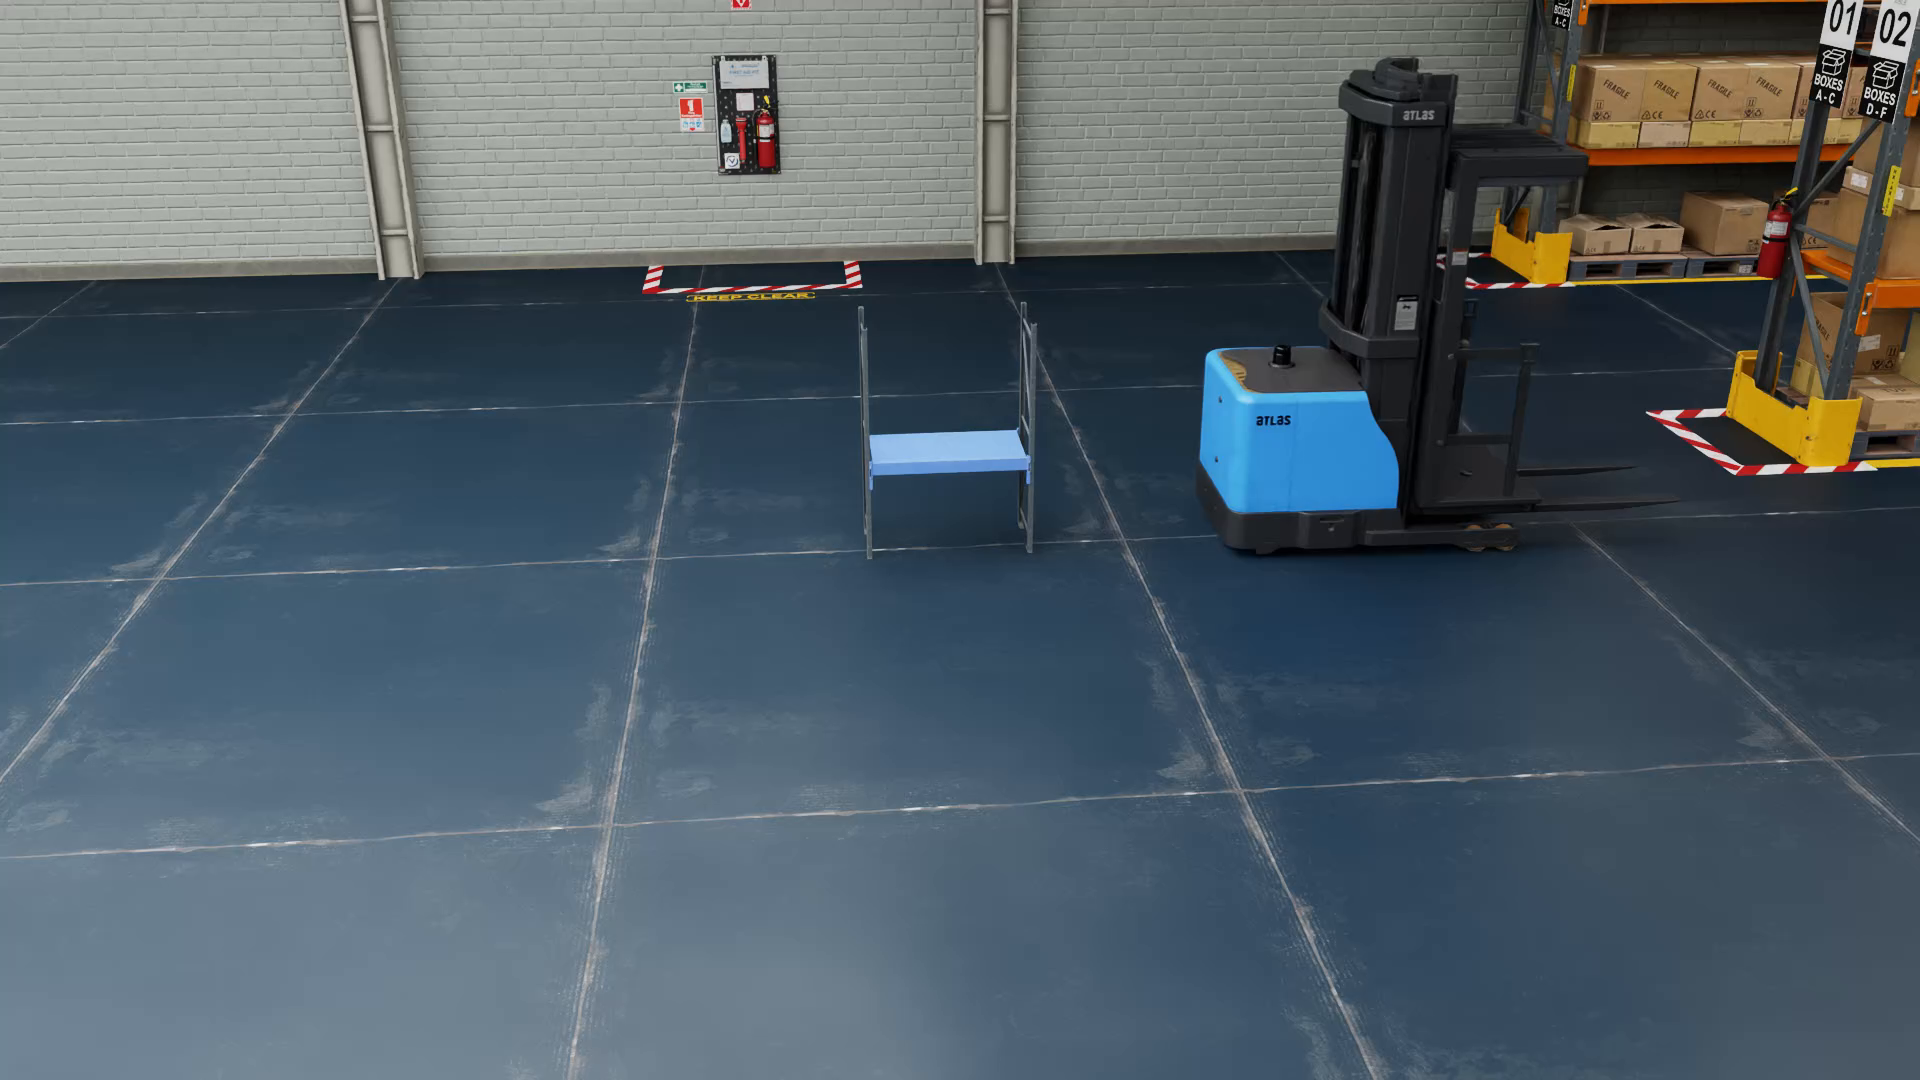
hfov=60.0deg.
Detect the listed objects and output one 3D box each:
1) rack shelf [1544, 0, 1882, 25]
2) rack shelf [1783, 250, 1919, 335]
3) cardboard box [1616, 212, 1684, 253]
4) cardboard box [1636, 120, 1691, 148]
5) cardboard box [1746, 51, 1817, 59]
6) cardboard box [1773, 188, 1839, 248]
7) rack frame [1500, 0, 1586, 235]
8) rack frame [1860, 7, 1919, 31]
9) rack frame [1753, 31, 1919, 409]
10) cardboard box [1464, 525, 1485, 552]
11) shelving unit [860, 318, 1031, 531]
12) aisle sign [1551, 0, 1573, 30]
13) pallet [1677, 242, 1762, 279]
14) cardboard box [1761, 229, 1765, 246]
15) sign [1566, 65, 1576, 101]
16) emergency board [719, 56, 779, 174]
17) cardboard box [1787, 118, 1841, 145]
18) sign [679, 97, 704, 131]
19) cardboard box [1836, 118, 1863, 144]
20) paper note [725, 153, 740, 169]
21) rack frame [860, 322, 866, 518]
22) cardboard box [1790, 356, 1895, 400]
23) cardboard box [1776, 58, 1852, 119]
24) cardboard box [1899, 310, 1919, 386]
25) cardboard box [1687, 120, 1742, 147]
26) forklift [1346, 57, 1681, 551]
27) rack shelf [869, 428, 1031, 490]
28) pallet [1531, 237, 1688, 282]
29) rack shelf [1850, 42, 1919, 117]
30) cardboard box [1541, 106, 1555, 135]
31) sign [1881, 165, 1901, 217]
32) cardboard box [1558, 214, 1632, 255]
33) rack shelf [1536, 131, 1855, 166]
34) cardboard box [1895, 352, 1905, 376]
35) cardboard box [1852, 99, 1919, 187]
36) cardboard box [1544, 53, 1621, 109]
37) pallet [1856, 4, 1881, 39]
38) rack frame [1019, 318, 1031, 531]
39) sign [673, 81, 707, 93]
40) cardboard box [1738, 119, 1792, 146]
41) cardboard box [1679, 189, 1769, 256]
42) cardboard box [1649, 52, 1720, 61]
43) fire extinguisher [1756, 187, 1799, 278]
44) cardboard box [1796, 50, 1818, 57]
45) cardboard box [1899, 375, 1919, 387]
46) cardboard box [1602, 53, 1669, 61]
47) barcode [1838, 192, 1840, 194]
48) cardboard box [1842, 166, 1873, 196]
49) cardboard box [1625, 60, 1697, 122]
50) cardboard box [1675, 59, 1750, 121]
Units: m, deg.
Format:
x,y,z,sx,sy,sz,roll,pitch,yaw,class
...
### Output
x,y,z,sx,sy,sz,roll,pitch,yaw,class
7.705,-5.260,16.085,4.000,0.370,1.077,-2,24,-5,rack shelf
8.195,-1.888,12.189,4.000,0.370,1.077,-2,24,-5,rack shelf
6.979,-3.125,16.856,0.500,0.311,0.500,0,24,-1,cardboard box
6.746,-3.997,16.209,0.500,0.250,0.500,-3,24,-7,cardboard box
8.195,-4.610,16.666,0.500,0.500,0.500,-2,24,-4,cardboard box
8.666,-3.299,17.016,0.500,0.500,0.500,-4,24,-9,cardboard box
5.714,-4.139,16.368,0.127,3.000,1.000,-2,24,-5,rack frame
6.205,-4.878,10.645,0.127,3.000,1.000,-2,24,-5,rack frame
6.205,-2.136,11.864,0.127,3.000,1.000,-2,24,-5,rack frame
3.275,-0.011,10.581,0.160,0.156,0.130,-3,24,-6,cardboard box
-0.085,-0.682,10.438,1.030,1.308,0.538,-2,24,-5,shelving unit
5.672,-5.202,15.561,0.004,0.787,0.394,-2,24,-5,aisle sign
7.813,-2.933,17.089,1.213,0.211,1.003,-2,24,-5,pallet
8.101,-3.141,17.092,0.250,0.149,0.380,-4,24,-9,cardboard box
5.768,-4.315,15.699,0.005,0.325,0.100,-2,24,-5,sign
-2.104,-4.193,16.491,0.636,1.158,0.192,-2,24,-5,emergency board
8.258,-4.055,16.339,0.500,0.250,0.500,-2,24,-5,cardboard box
-2.668,-4.229,16.528,0.234,0.329,0.001,-2,24,-5,sign
8.757,-4.081,16.398,0.500,0.250,0.500,-2,24,-5,cardboard box
-2.291,-3.812,16.717,0.142,0.148,0.016,-2,24,-5,paper note
-0.591,-0.661,10.391,0.013,1.308,0.475,-2,24,-5,rack frame
6.710,-1.213,12.654,0.500,0.250,0.500,-2,24,-5,cardboard box
8.256,-4.400,16.192,0.500,0.500,0.500,-3,24,-7,cardboard box
7.258,-1.367,12.077,0.500,0.500,0.500,-2,24,-5,cardboard box
7.254,-4.015,16.249,0.500,0.250,0.500,-3,24,-6,cardboard box
3.146,-1.476,10.461,3.031,2.935,1.121,-2,24,-4,forklift
-0.085,-0.518,10.511,1.000,0.185,0.538,-2,24,-5,rack shelf
6.602,-2.886,16.982,1.213,0.211,1.003,-2,24,-5,pallet
8.195,-3.258,11.580,4.000,0.370,1.077,-2,24,-5,rack shelf
6.160,-4.176,16.613,0.500,0.250,0.500,-2,24,-4,cardboard box
6.253,-2.344,11.166,0.005,0.325,0.100,-2,24,-5,sign
6.412,-3.102,16.805,0.500,0.311,0.500,-5,24,-11,cardboard box
7.705,-3.890,16.694,4.000,0.370,1.077,-2,24,-5,rack shelf
7.206,-1.238,12.709,0.500,0.250,0.500,-2,24,-5,cardboard box
6.723,-2.791,11.615,0.500,0.500,0.700,-2,24,-5,cardboard box
6.162,-4.527,16.478,0.500,0.500,0.500,-3,24,-6,cardboard box
6.911,-3.485,11.312,1.213,0.211,1.003,-2,24,-5,pallet
0.421,-0.702,10.482,0.013,1.308,0.475,-2,24,-5,rack frame
-2.663,-4.468,16.413,0.331,0.109,0.001,-2,24,-5,sign
7.757,-4.034,16.293,0.500,0.250,0.500,-2,24,-5,cardboard box
7.714,-3.220,16.838,0.500,0.500,0.700,-4,24,-8,cardboard box
15.270,0.065,5.669,13.577,0.889,26.022,-3,24,-7,cardboard box
6.042,-2.284,12.291,0.183,0.674,0.296,-2,24,-5,fire extinguisher
8.692,-4.628,16.706,0.500,0.500,0.500,-2,24,-5,cardboard box
7.258,-1.025,12.231,0.500,0.250,0.500,-2,24,-5,cardboard box
6.664,-4.543,16.514,0.500,0.500,0.500,-2,24,-4,cardboard box
9.134,-3.579,17.250,0.075,0.075,0.001,-2,24,-5,barcode
6.566,-2.571,11.919,0.250,0.149,0.380,-3,24,-6,cardboard box
6.712,-4.335,16.047,0.500,0.500,0.500,-2,24,-5,cardboard box
7.227,-4.353,16.088,0.500,0.500,0.500,-3,24,-7,cardboard box
